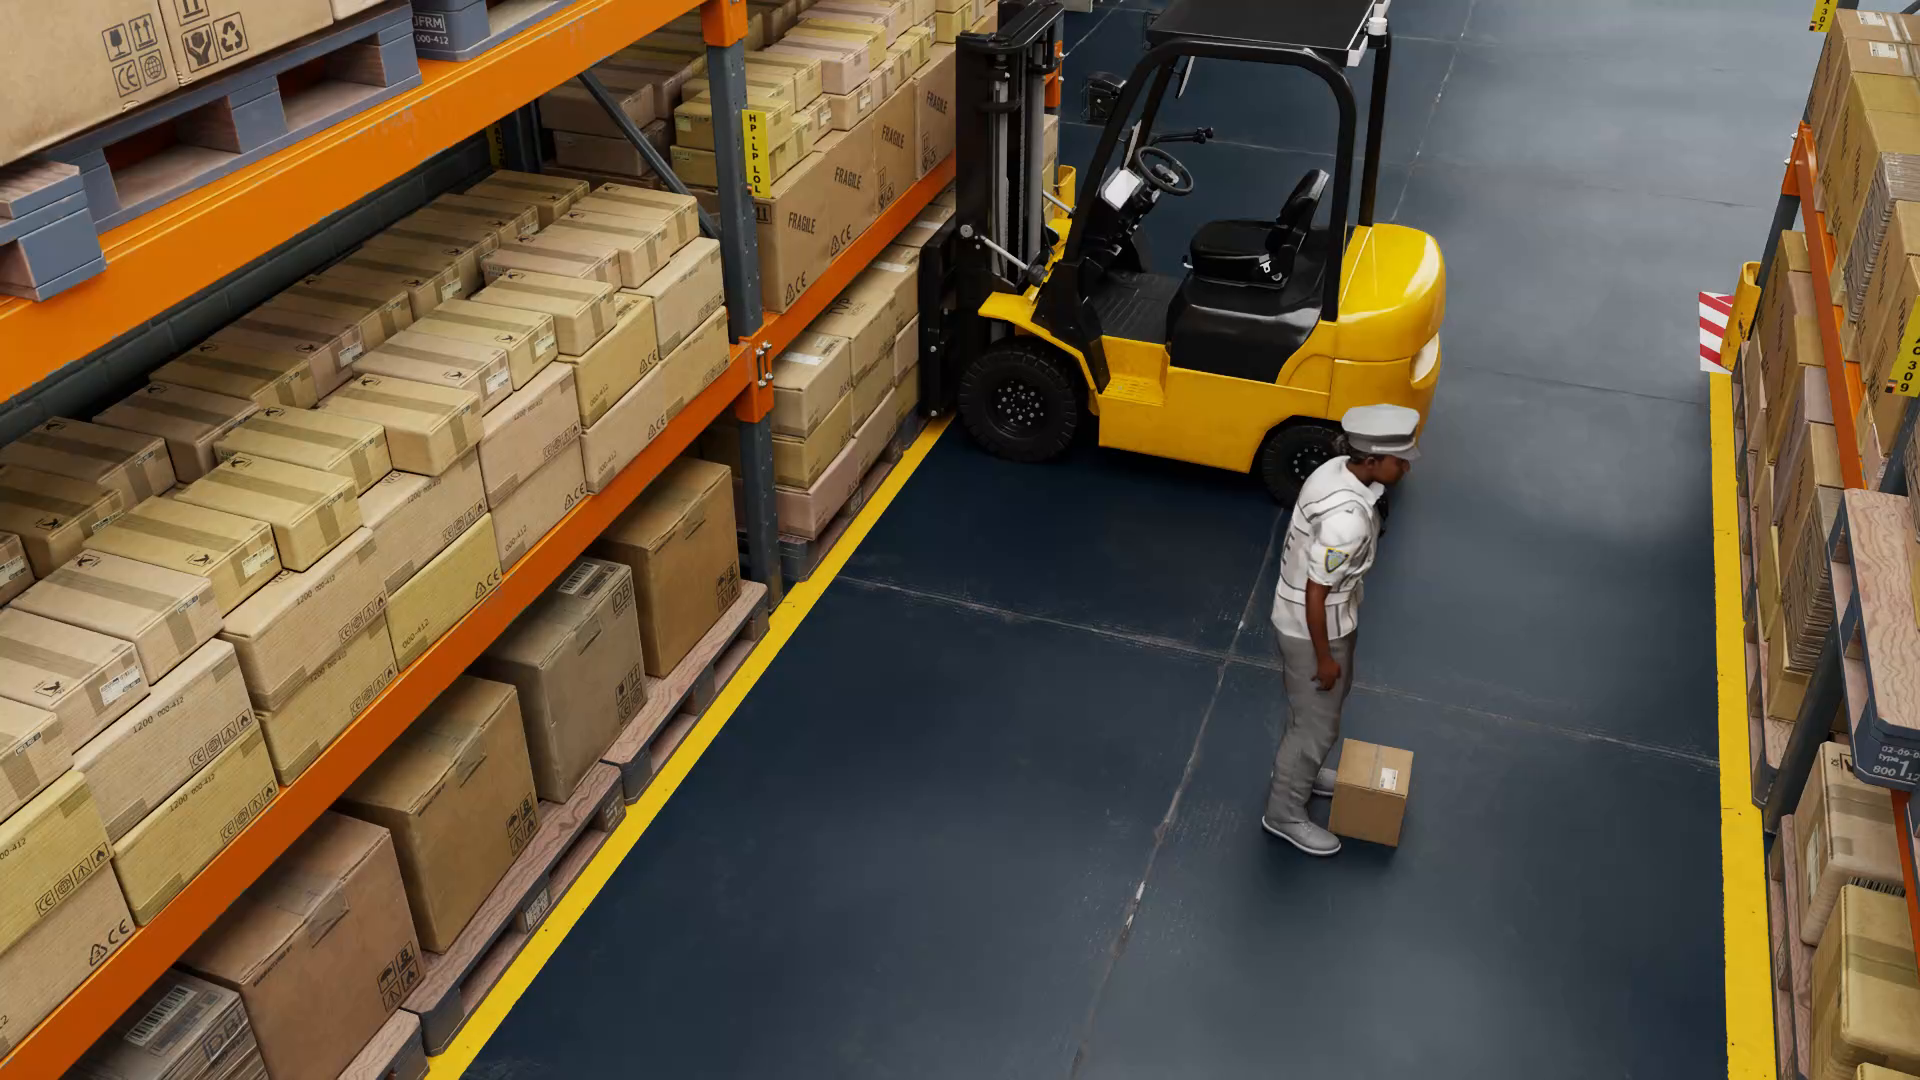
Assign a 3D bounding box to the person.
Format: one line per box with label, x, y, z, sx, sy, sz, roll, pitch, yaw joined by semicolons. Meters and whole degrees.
person;1.267;0.291;5.702;0.397;1.657;0.509;11;35;16
